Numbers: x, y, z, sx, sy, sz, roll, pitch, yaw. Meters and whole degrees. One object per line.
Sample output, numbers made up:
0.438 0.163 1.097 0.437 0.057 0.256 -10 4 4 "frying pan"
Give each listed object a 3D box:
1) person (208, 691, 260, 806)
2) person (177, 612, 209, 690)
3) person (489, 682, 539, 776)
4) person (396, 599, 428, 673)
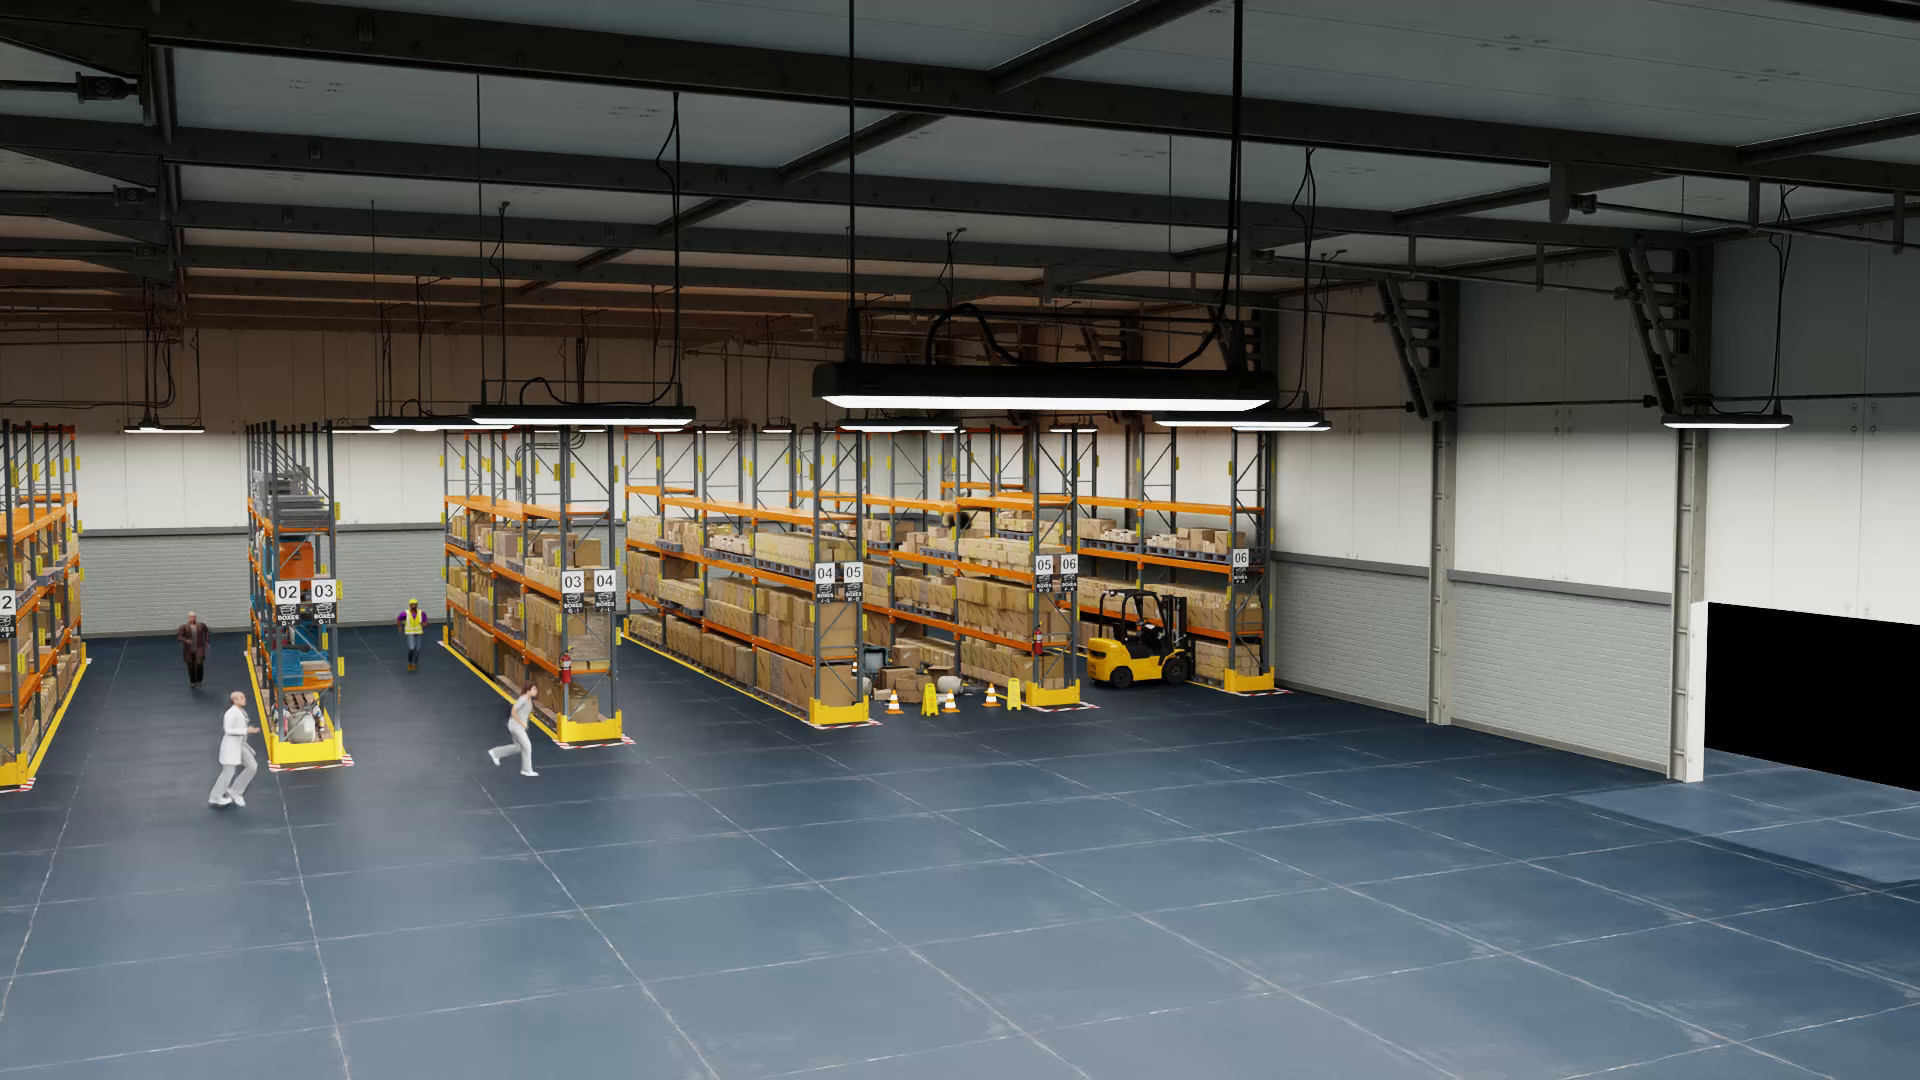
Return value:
-11.213 3.246 25.796 0.810 1.800 0.662 0 4 6 "person"
-17.251 2.503 37.437 0.653 1.780 0.849 -2 4 -23 "person"
-7.540 3.193 28.019 0.860 1.622 0.562 1 4 9 "person"
-13.280 2.318 40.413 0.685 1.788 0.718 -2 4 -32 "person"
